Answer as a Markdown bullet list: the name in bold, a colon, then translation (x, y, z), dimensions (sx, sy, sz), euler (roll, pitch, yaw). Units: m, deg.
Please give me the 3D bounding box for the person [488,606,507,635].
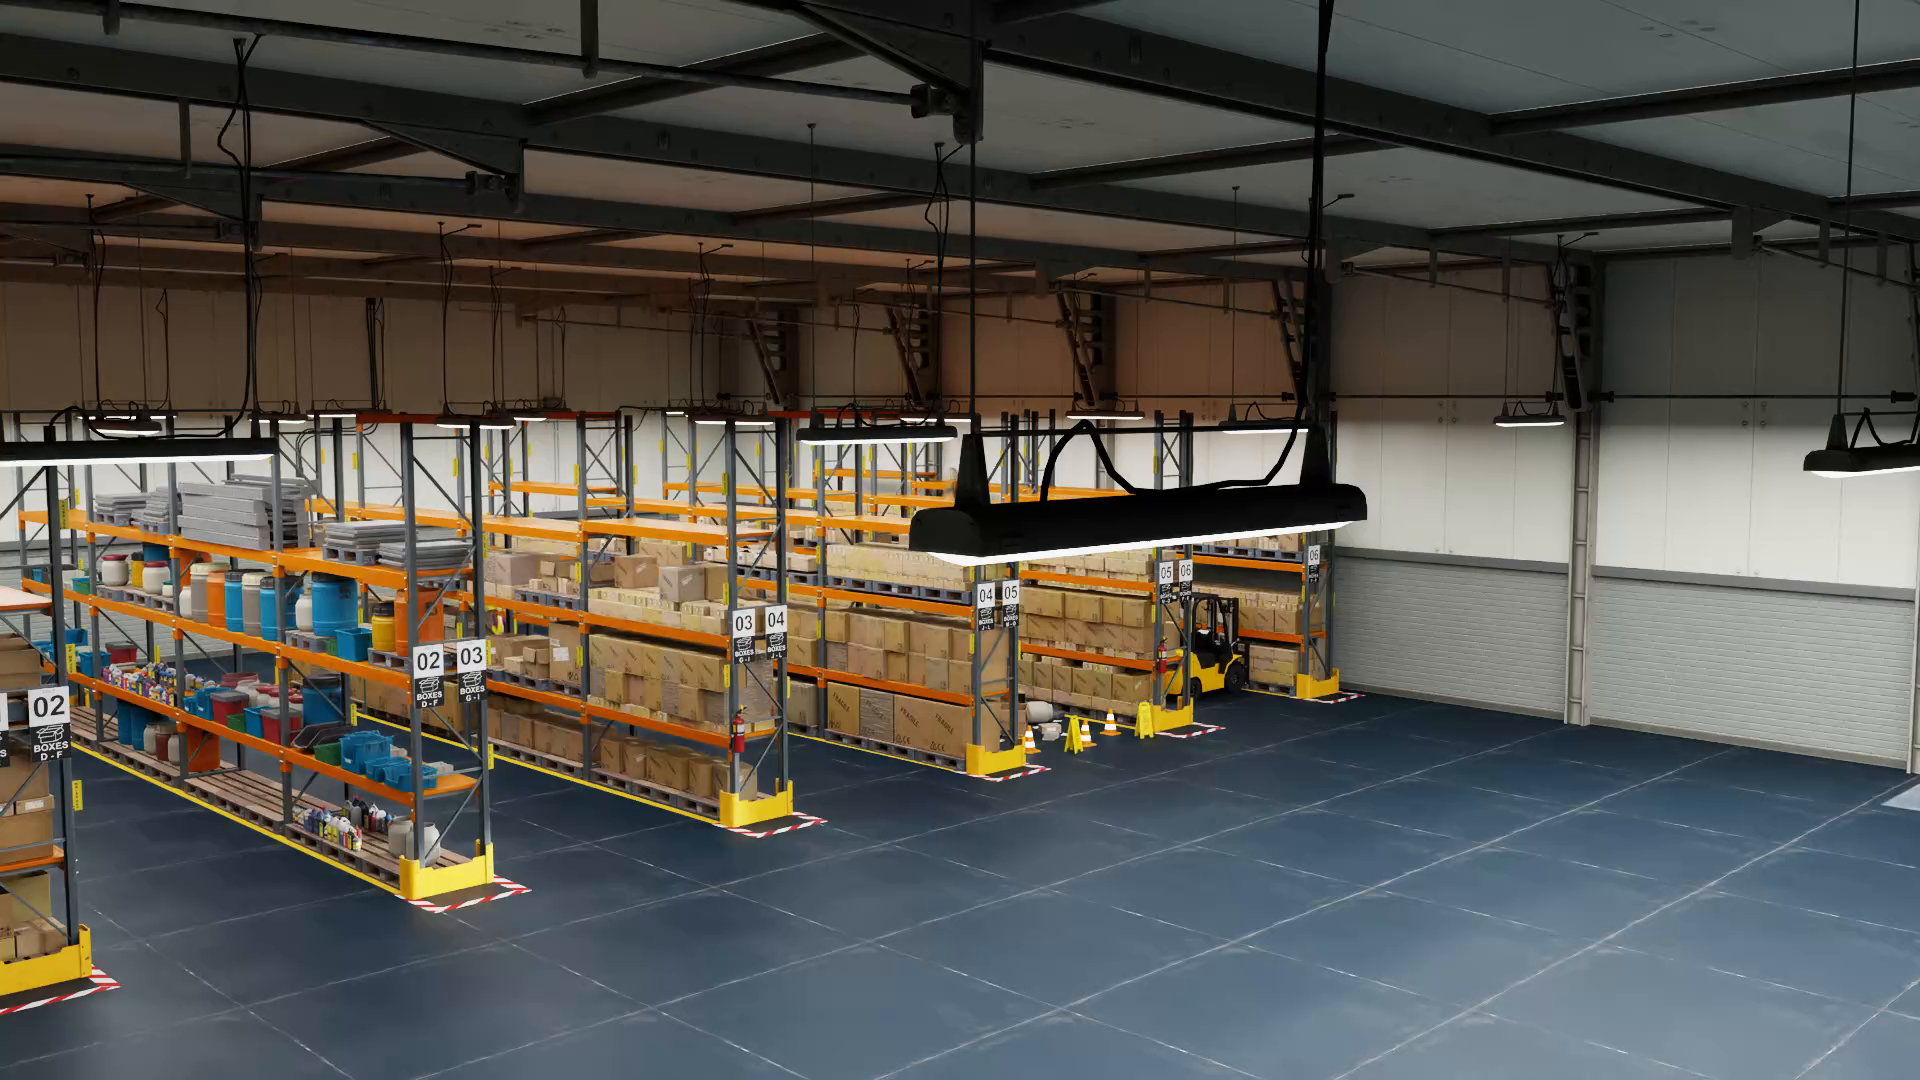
- **person**: translation (-10.293, 2.286, 36.767), dimensions (0.714, 1.730, 0.661), euler (-4, 6, -37)
